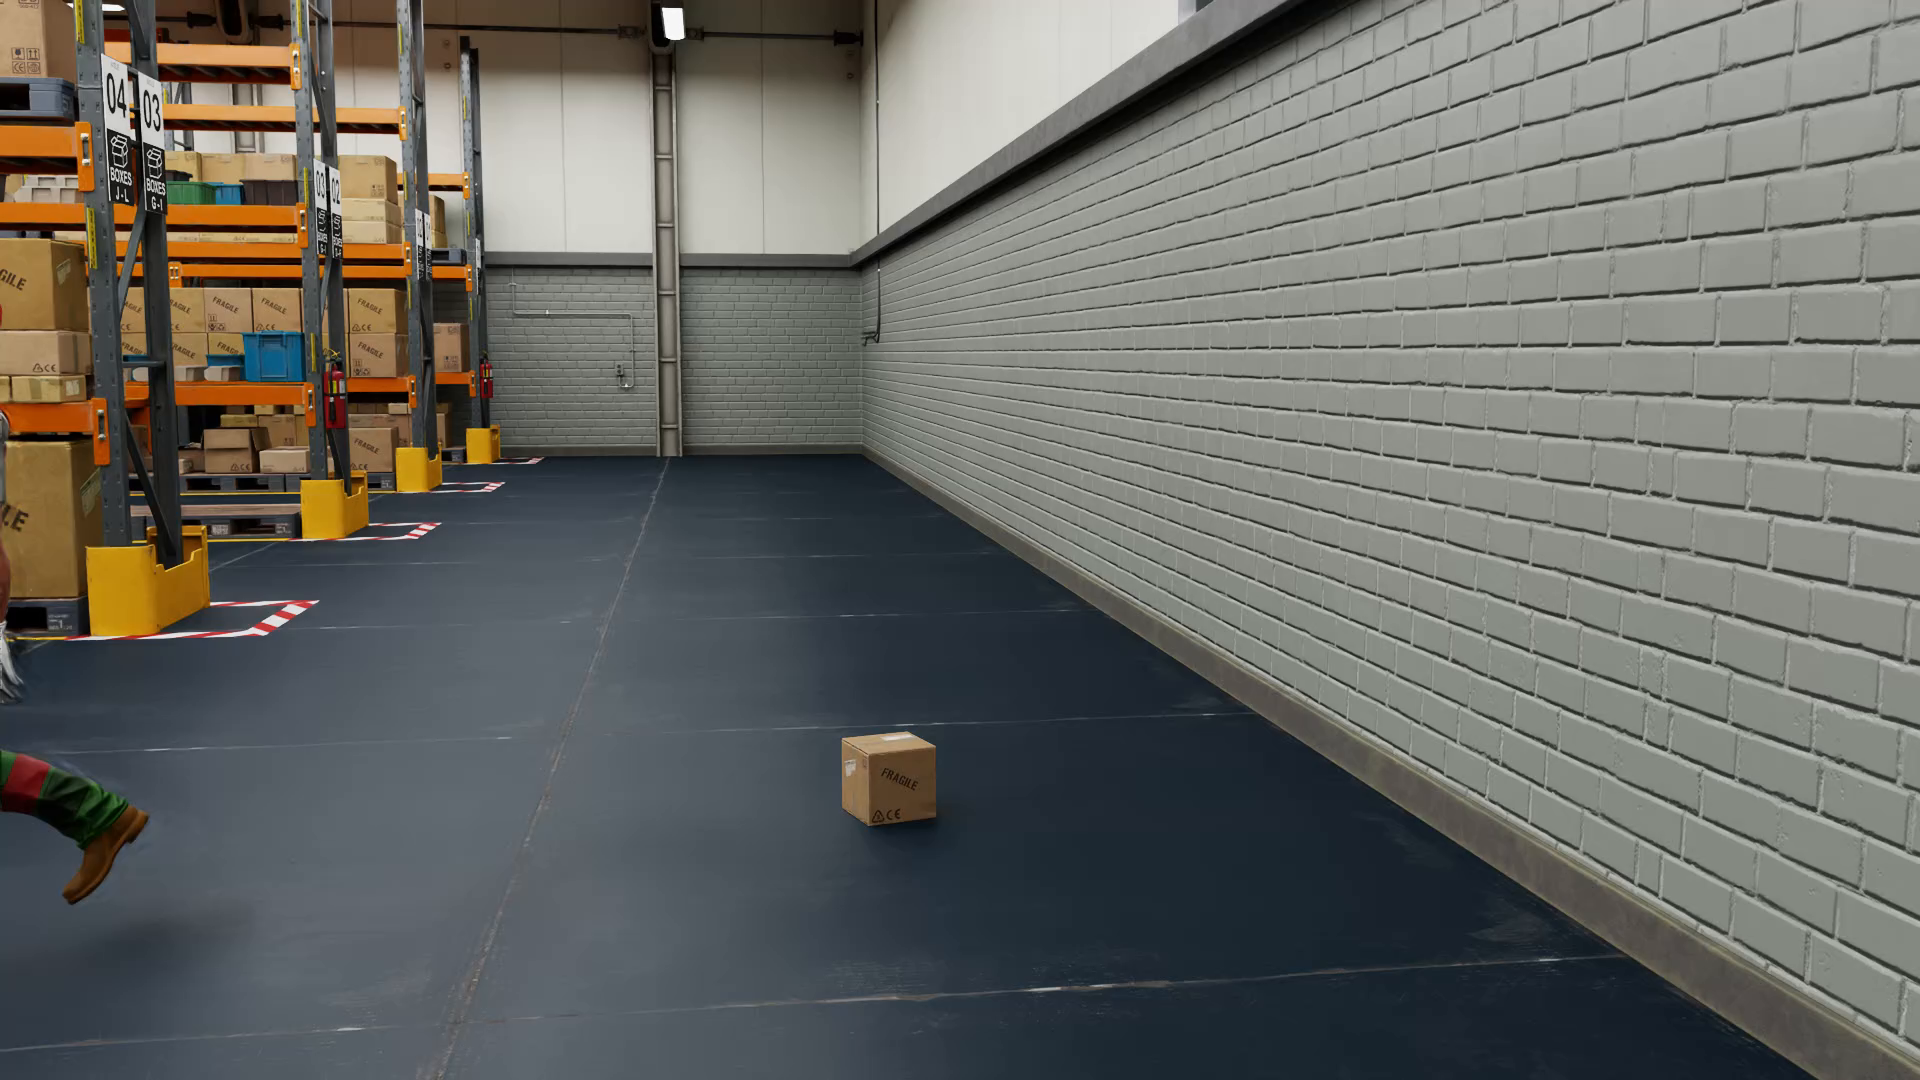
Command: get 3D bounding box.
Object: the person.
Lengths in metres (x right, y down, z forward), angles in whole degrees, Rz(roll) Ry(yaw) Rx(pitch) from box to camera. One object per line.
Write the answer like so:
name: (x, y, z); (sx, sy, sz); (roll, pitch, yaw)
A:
person: (-2.545, 0.202, 4.209); (0.862, 1.763, 0.531); (-4, 8, -33)
